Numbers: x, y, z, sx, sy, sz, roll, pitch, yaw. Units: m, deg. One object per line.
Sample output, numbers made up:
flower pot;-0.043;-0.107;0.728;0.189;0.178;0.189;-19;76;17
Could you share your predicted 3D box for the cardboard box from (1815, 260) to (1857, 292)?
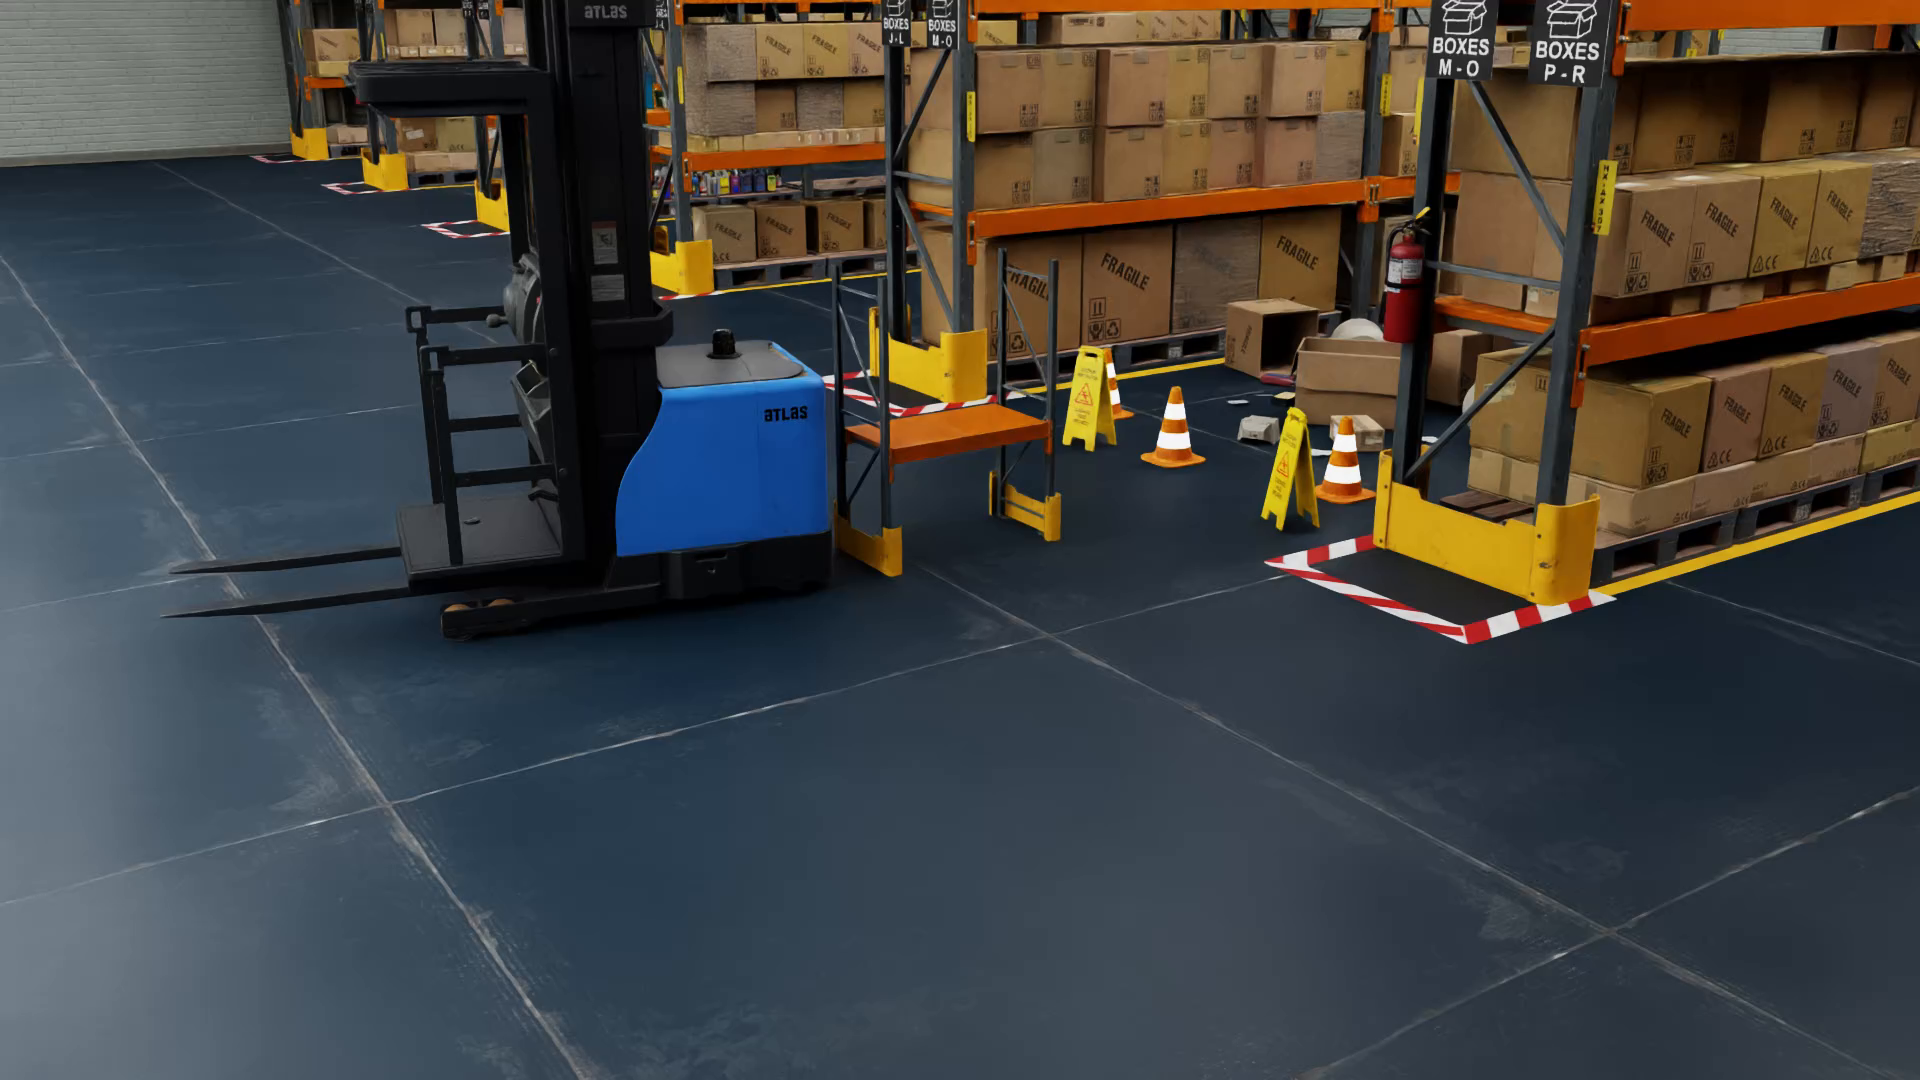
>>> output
cardboard box;4.549;-1.443;8.921;0.250;0.149;0.380;-12;22;-31

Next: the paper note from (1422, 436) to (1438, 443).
paper note;3.068;-0.664;10.878;0.142;0.019;0.148;-4;19;-13

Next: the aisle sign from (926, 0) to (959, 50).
aisle sign;-0.120;-3.713;11.182;0.004;0.787;0.394;-12;22;-31

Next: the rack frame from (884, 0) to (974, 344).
rack frame;-0.225;-2.574;11.873;0.127;3.000;1.000;-12;22;-31

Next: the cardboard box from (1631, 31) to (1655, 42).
cardboard box;9.527;-7.061;23.745;0.500;0.500;0.500;-13;22;-33

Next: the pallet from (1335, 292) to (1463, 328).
pallet;3.718;-2.114;14.865;1.213;0.211;1.003;-12;22;-31

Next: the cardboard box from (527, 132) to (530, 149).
cardboard box;-6.490;-6.119;24.825;0.500;0.500;0.500;-12;22;-31

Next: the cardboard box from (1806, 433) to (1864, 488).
cardboard box;4.710;-0.508;9.399;0.500;0.250;0.500;-12;22;-31

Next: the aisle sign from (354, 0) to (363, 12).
aisle sign;-8.531;-7.867;23.471;0.004;0.787;0.394;-12;22;-31

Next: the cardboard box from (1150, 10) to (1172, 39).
cardboard box;3.547;-9.484;30.595;0.500;0.500;0.500;-11;22;-30

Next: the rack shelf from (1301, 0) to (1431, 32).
rack shelf;4.786;-4.711;14.634;4.000;0.370;1.077;-12;22;-31

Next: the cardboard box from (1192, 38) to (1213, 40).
cardboard box;4.393;-9.190;31.288;0.500;0.500;0.500;-12;22;-31

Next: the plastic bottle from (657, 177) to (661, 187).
plastic bottle;-3.875;-4.598;21.543;0.097;0.201;0.097;0;19;0

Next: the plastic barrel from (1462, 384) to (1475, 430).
plastic barrel;3.474;-0.816;10.696;0.421;0.421;0.512;2;19;6

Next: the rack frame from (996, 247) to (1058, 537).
rack frame;0.353;-0.785;8.923;0.032;1.500;0.500;-12;22;-31

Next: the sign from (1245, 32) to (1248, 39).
sign;3.504;-6.024;20.270;0.005;0.325;0.100;-12;22;-31

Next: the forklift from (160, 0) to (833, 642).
forklift;-2.200;-1.117;7.672;3.031;2.935;1.130;-7;20;-20

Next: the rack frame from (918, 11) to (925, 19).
rack frame;-1.020;-10.007;33.859;0.127;3.000;1.000;-12;22;-31

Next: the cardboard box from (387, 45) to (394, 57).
cardboard box;-8.100;-7.042;23.919;0.250;0.149;0.380;-12;22;-32

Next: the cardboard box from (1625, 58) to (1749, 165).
cardboard box;3.684;-2.282;8.829;0.500;0.500;0.700;-12;22;-32

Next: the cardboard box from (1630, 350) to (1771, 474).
cardboard box;3.861;-0.685;8.752;0.500;0.500;0.500;-13;23;-33

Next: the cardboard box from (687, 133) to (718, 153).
cardboard box;-2.500;-3.786;15.850;0.250;0.149;0.380;-12;22;-31

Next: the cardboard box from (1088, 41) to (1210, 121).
cardboard box;1.428;-3.524;12.762;0.500;0.550;0.875;-12;22;-31

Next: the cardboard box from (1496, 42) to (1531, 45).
cardboard box;5.227;-4.247;15.105;0.500;0.500;0.700;-12;22;-32

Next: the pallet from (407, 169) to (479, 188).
pallet;-7.698;-5.394;24.568;1.213;0.211;1.003;-12;22;-31

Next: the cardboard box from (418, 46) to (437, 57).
cardboard box;-7.649;-6.982;23.743;0.250;0.149;0.380;-13;22;-33

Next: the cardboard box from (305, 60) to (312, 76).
cardboard box;-10.758;-7.966;28.025;0.500;0.250;0.500;-12;22;-31

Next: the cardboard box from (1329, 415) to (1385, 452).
cardboard box;2.564;-0.688;10.747;0.250;0.149;0.380;-1;19;-3

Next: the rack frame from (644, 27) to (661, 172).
rack frame;-4.973;-7.273;25.774;0.127;3.000;1.000;-12;22;-31

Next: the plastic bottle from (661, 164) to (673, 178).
plastic bottle;-3.823;-4.729;21.697;0.185;0.351;0.144;-11;22;-29

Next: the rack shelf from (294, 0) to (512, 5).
rack shelf;-9.371;-9.326;28.284;4.000;0.370;1.077;-12;22;-31

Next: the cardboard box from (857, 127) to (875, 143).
cardboard box;-1.058;-4.104;16.790;0.250;0.149;0.380;-12;22;-31

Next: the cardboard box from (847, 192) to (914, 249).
cardboard box;-0.834;-3.345;17.400;0.500;0.500;0.500;-14;23;-36

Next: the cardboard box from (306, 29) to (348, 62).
cardboard box;-10.478;-8.191;27.519;0.500;0.500;0.500;-12;22;-31

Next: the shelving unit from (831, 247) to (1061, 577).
shelving unit;-0.064;-0.697;8.663;1.083;1.500;0.587;-12;22;-31

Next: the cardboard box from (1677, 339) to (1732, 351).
cardboard box;3.966;-0.910;9.418;0.500;0.500;0.500;-13;22;-33

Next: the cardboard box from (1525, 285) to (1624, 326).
cardboard box;2.979;-1.153;8.063;0.250;0.149;0.380;-12;22;-31

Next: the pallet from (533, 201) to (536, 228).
pallet;-4.874;-4.090;20.711;1.213;0.211;1.003;-12;22;-31

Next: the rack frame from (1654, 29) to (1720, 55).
rack frame;10.494;-6.737;24.186;0.127;3.000;1.000;-12;22;-31

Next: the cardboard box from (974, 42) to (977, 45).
cardboard box;-0.170;-5.044;16.996;0.500;0.500;0.500;-12;22;-31

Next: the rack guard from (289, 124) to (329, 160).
rack guard;-10.978;-6.722;28.047;0.348;0.500;1.175;-12;22;-31

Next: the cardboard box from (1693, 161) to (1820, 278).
cardboard box;3.985;-1.647;8.512;0.500;0.500;0.500;-12;22;-32

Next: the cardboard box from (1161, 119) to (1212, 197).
cardboard box;1.464;-2.995;12.883;0.500;0.550;0.875;-12;22;-31

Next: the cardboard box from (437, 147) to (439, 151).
cardboard box;-7.618;-5.730;24.846;0.500;0.250;0.500;-12;22;-31

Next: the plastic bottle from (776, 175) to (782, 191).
plastic bottle;-2.384;-4.683;21.795;0.097;0.201;0.097;0;19;0

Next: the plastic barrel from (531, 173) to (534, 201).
plastic barrel;-5.085;-4.400;20.503;0.421;0.512;0.421;0;19;0

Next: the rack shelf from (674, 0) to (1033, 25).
rack shelf;-1.199;-5.351;16.527;4.000;0.370;1.077;-12;22;-31

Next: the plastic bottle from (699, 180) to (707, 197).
plastic bottle;-3.283;-4.494;21.234;0.097;0.201;0.097;0;19;0

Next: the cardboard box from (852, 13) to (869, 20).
cardboard box;-2.127;-10.232;32.702;0.500;0.250;0.500;-11;22;-30

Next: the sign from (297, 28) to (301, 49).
sign;-10.743;-8.158;27.039;0.005;0.325;0.100;-12;22;-31

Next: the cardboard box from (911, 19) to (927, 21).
cardboard box;-0.461;-5.185;17.415;0.500;0.500;0.500;-12;22;-31

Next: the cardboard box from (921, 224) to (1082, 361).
cardboard box;0.305;-1.903;12.552;0.875;0.875;0.875;-12;22;-31
